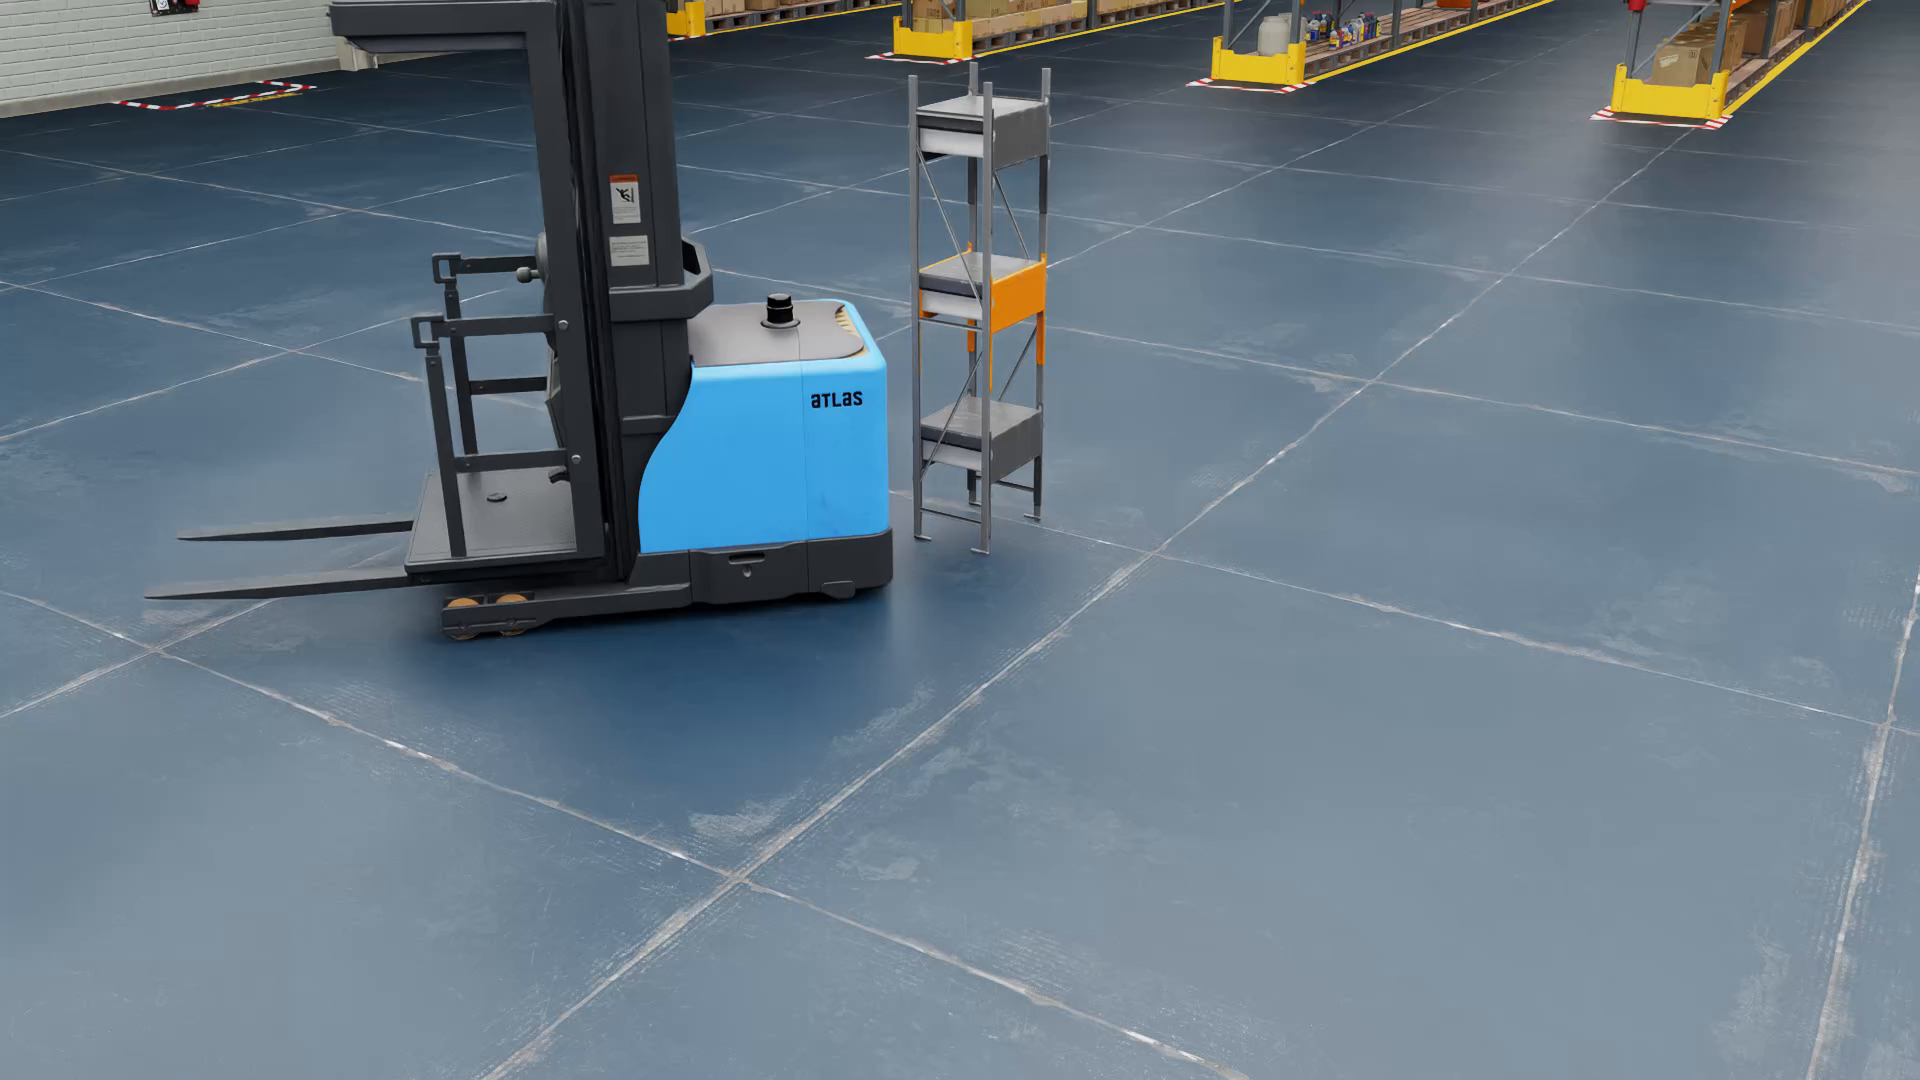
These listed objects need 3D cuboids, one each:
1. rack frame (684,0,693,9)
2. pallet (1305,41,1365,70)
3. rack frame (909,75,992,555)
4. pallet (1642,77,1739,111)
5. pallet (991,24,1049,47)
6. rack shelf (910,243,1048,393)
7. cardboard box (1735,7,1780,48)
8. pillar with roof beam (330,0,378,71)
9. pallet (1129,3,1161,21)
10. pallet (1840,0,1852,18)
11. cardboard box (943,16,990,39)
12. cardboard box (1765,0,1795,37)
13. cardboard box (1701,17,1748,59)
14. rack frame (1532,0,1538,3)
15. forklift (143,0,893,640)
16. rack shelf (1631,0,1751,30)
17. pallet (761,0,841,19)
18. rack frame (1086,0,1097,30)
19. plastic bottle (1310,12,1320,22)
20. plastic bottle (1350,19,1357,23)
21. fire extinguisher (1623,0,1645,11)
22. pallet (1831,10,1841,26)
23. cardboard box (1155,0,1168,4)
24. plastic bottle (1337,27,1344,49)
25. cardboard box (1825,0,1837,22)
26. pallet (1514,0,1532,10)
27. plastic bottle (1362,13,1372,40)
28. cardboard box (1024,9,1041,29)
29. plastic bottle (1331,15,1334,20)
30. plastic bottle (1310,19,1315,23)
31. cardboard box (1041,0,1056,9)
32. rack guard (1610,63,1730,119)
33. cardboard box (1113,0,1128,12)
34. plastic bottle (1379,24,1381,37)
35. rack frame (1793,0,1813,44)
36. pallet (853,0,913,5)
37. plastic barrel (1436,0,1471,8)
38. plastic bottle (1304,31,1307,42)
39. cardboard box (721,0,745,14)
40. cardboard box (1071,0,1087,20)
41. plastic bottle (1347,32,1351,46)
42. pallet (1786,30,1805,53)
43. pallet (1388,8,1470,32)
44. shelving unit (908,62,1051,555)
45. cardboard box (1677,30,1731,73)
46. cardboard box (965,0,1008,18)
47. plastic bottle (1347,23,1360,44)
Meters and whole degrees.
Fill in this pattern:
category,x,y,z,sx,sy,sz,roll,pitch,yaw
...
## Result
category,x,y,z,sx,sy,sz,roll,pitch,yaw
rack frame,-4.588,-9.352,25.576,1.000,3.000,0.127,14,27,29
pallet,4.906,-6.715,22.995,1.003,0.211,1.213,14,27,29
rack frame,-0.041,-0.937,7.272,0.400,2.100,0.015,14,27,29
pallet,8.535,-5.250,19.612,1.003,0.211,1.213,14,27,29
pallet,0.634,-7.712,25.299,1.003,0.211,1.213,14,27,29
rack shelf,0.087,-1.007,7.467,0.431,0.518,0.480,14,27,29
cardboard box,10.756,-7.002,22.742,0.700,0.500,0.500,14,27,29
pillar with roof beam,-4.461,-9.595,18.587,9.100,9.000,0.400,14,27,29
pallet,2.730,-9.055,28.402,1.003,0.211,1.213,14,27,29
pallet,14.834,-9.248,28.848,1.003,0.211,1.213,14,27,29
cardboard box,0.094,-7.380,23.954,0.500,0.250,0.500,14,27,29
cardboard box,11.638,-7.572,24.059,0.700,0.500,0.500,11,26,25
cardboard box,9.901,-6.507,21.622,0.500,0.500,0.500,13,27,27
rack frame,10.158,-11.326,30.136,1.000,3.000,0.127,14,27,29
forklift,-1.860,-1.166,6.754,3.031,2.935,1.130,-5,24,-11
rack shelf,9.091,-6.582,20.085,1.077,0.370,4.000,14,27,29
pallet,-2.802,-9.188,28.708,1.003,0.211,1.213,14,27,29
rack frame,1.732,-9.665,26.300,1.000,3.000,0.127,14,27,29
plastic bottle,5.060,-7.363,23.762,0.144,0.351,0.185,13,26,27
plastic bottle,5.603,-7.258,23.614,0.152,0.276,0.135,14,27,29
fire extinguisher,7.584,-6.260,18.532,0.296,0.674,0.183,14,27,29
pallet,14.023,-8.732,27.655,1.003,0.211,1.213,14,27,29
cardboard box,3.235,-9.373,28.559,0.500,0.250,0.500,15,27,30
plastic bottle,5.184,-6.850,22.663,0.061,0.283,0.133,14,27,30
cardboard box,13.115,-8.683,26.178,1.225,0.875,0.875,14,27,29
pallet,9.716,-9.794,30.109,1.003,0.211,1.213,14,27,29
plastic bottle,5.742,-7.269,23.547,0.144,0.351,0.185,12,26,26
cardboard box,0.887,-7.886,25.123,0.500,0.250,0.500,14,27,29
plastic bottle,5.341,-7.428,23.999,0.061,0.283,0.133,14,27,29
plastic bottle,5.015,-7.269,23.645,0.097,0.271,0.097,0,23,0
cardboard box,1.139,-8.402,25.370,0.500,0.500,0.500,14,27,29
rack guard,8.076,-5.116,18.939,1.175,0.500,0.348,14,27,29
cardboard box,2.426,-8.852,27.355,0.500,0.250,0.500,15,27,30
plastic bottle,6.012,-7.356,23.934,0.097,0.201,0.097,0,23,0
rack frame,12.256,-8.938,24.620,1.000,3.000,0.127,14,27,29
pallet,-1.426,-10.099,30.812,1.003,0.211,1.213,14,27,29
plastic barrel,8.292,-9.341,27.755,0.600,0.830,0.708,14,27,29
plastic bottle,4.770,-7.011,23.139,0.097,0.201,0.097,0,23,0
cardboard box,-3.846,-8.727,26.963,0.500,0.311,0.500,16,28,33
cardboard box,1.673,-8.393,26.295,0.500,0.250,0.500,14,27,29
plastic bottle,5.335,-6.923,22.934,0.097,0.201,0.097,0,23,0
pallet,11.843,-7.395,24.565,1.003,0.211,1.213,14,27,29
pallet,7.607,-8.443,26.986,1.003,0.211,1.213,14,27,29
shelving unit,0.087,-1.019,7.462,0.431,2.100,0.503,14,27,29
cardboard box,9.012,-5.907,20.236,0.500,0.500,0.500,17,29,34
cardboard box,0.356,-7.893,24.196,0.500,0.500,0.500,14,27,29
plastic bottle,5.483,-7.072,23.185,0.152,0.276,0.135,14,27,30
